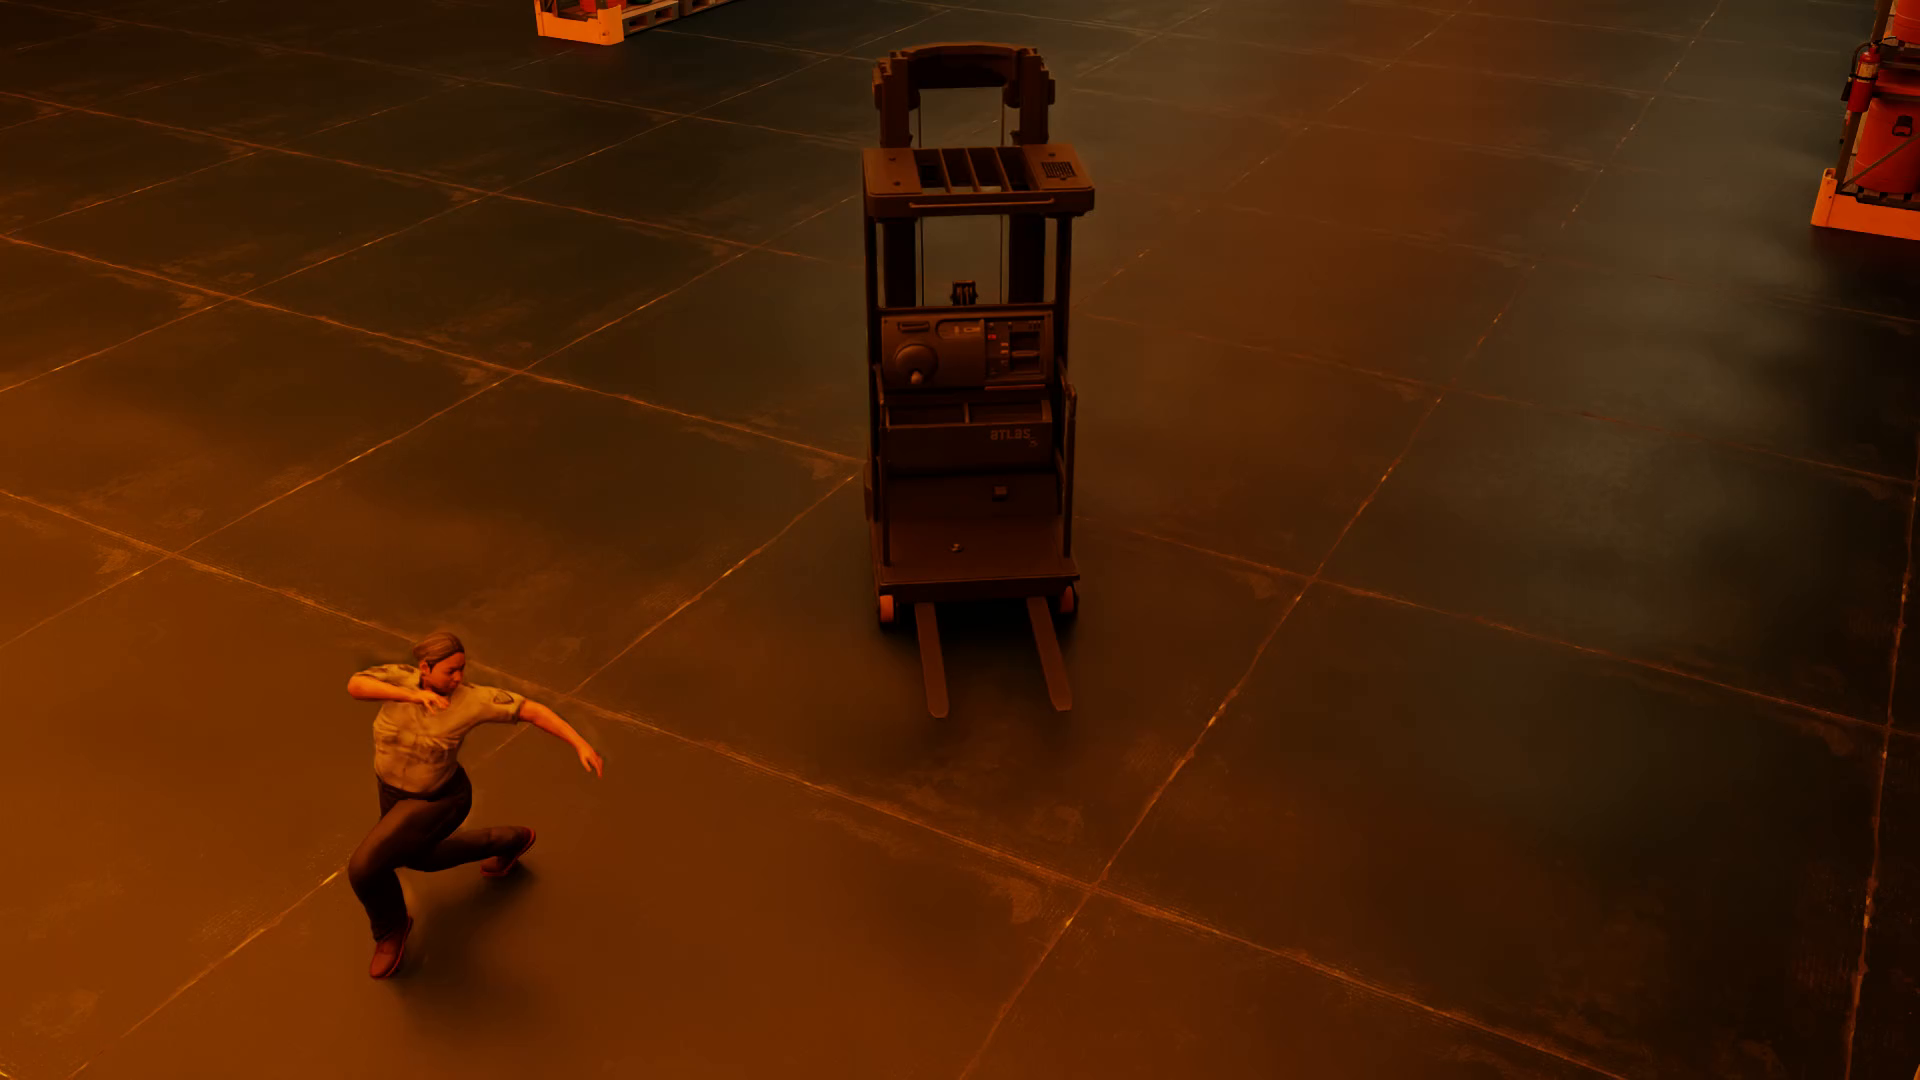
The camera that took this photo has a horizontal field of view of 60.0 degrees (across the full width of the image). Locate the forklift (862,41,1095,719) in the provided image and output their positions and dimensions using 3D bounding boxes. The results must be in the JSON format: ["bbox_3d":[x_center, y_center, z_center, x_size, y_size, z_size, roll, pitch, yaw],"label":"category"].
[{"bbox_3d":[0.065,-0.982,8.772,1.130,2.935,3.031,-3,30,-5],"label":"forklift"}]

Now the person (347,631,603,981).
[{"bbox_3d":[-2.027,1.076,6.796,0.909,1.378,0.933,15,33,25],"label":"person"}]
